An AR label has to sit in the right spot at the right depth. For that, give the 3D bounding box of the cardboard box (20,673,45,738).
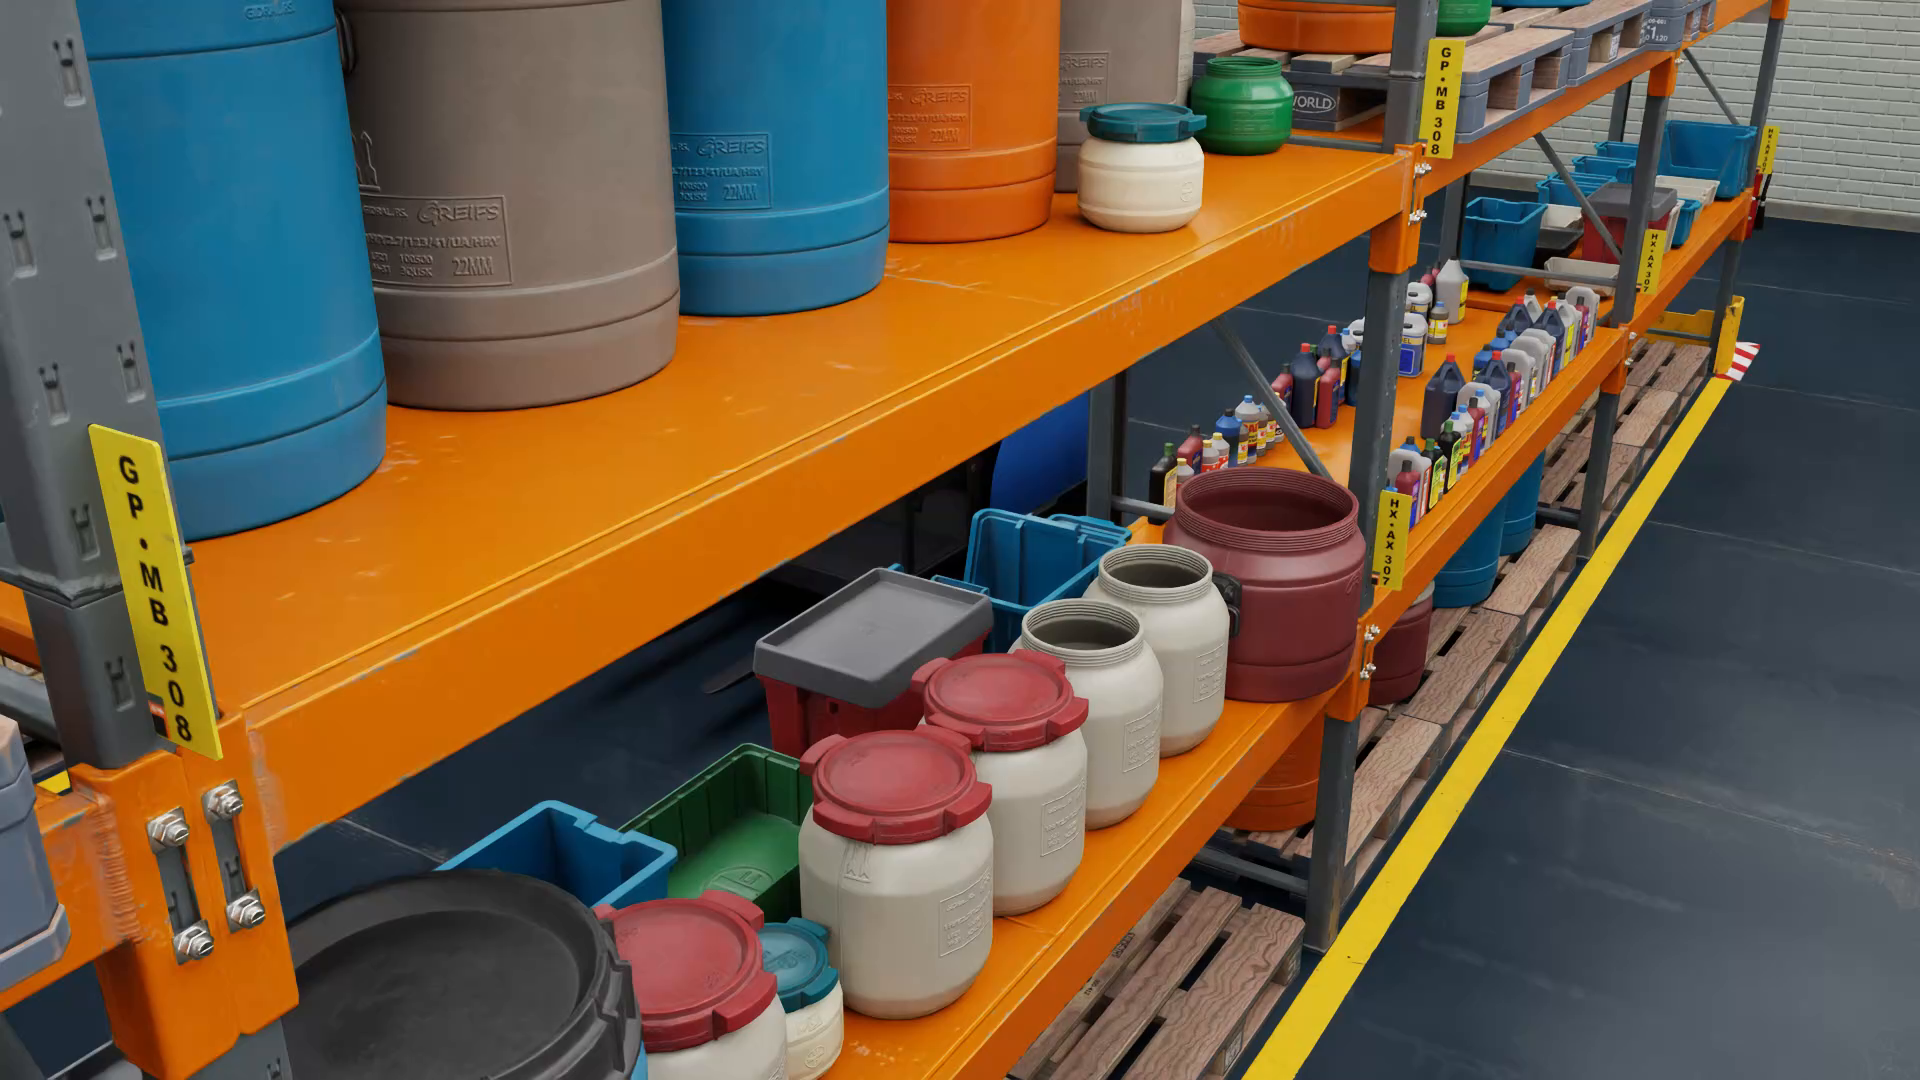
[{"bbox_3d":[-3.920,0.567,7.096,0.500,0.250,0.500,15,27,30],"label":"cardboard box"}]

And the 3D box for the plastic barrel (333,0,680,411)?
[{"bbox_3d":[-0.788,-0.729,2.752,0.600,0.901,0.600,0,23,0],"label":"plastic barrel"}]

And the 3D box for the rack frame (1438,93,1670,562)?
[{"bbox_3d":[3.004,-1.385,8.674,1.000,3.000,0.127,14,27,29],"label":"rack frame"}]

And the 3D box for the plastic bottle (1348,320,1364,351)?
[{"bbox_3d":[1.825,-0.861,7.619,0.152,0.276,0.135,14,27,29],"label":"plastic bottle"}]

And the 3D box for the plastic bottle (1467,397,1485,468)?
[{"bbox_3d":[2.045,-0.440,6.638,0.061,0.283,0.133,14,27,29],"label":"plastic bottle"}]

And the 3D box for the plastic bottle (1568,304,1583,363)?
[{"bbox_3d":[2.878,-1.004,7.950,0.152,0.276,0.135,14,27,29],"label":"plastic bottle"}]

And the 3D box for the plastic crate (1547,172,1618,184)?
[{"bbox_3d":[4.009,-2.227,10.754,0.416,0.233,0.300,14,27,29],"label":"plastic crate"}]

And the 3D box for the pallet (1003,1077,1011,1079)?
[{"bbox_3d":[-0.192,1.908,4.576,1.003,0.211,1.213,14,27,29],"label":"pallet"}]

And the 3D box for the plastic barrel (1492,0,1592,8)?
[{"bbox_3d":[2.233,-2.576,6.490,0.600,0.901,0.708,14,27,29],"label":"plastic barrel"}]

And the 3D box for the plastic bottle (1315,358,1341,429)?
[{"bbox_3d":[1.567,-0.625,7.065,0.061,0.283,0.133,14,27,29],"label":"plastic bottle"}]

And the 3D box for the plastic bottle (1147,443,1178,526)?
[{"bbox_3d":[0.744,-0.207,6.100,0.061,0.283,0.133,14,27,29],"label":"plastic bottle"}]

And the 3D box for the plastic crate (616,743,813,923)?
[{"bbox_3d":[-0.538,0.765,3.973,0.450,0.188,0.662,14,27,29],"label":"plastic crate"}]

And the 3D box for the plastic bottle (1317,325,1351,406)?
[{"bbox_3d":[1.635,-0.776,7.330,0.144,0.351,0.185,14,27,29],"label":"plastic bottle"}]

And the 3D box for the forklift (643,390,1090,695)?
[{"bbox_3d":[-0.510,-1.052,7.990,1.130,2.935,3.031,15,28,31],"label":"forklift"}]

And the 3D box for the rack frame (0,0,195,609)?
[{"bbox_3d":[-1.216,-1.438,1.245,1.000,3.000,0.127,14,27,29],"label":"rack frame"}]

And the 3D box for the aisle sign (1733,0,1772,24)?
[{"bbox_3d":[5.400,-3.891,11.190,0.394,0.787,0.004,14,27,29],"label":"aisle sign"}]

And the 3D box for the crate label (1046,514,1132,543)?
[{"bbox_3d":[0.353,0.106,5.441,0.303,0.233,0.416,14,27,29],"label":"crate label"}]

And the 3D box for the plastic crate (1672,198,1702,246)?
[{"bbox_3d":[4.248,-1.939,10.088,0.416,0.233,0.300,14,27,29],"label":"plastic crate"}]

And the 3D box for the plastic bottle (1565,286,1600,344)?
[{"bbox_3d":[3.070,-1.127,8.234,0.152,0.276,0.135,14,27,29],"label":"plastic bottle"}]

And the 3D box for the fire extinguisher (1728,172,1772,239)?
[{"bbox_3d":[5.579,-2.484,11.779,0.296,0.674,0.183,14,27,29],"label":"fire extinguisher"}]

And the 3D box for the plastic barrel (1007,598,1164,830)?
[{"bbox_3d":[0.310,0.448,4.299,0.421,0.512,0.421,0,23,0],"label":"plastic barrel"}]

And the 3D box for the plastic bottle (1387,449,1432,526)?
[{"bbox_3d":[1.640,-0.212,6.121,0.152,0.276,0.135,14,27,29],"label":"plastic bottle"}]

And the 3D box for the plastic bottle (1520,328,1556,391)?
[{"bbox_3d":[2.612,-0.834,7.556,0.152,0.276,0.135,14,27,29],"label":"plastic bottle"}]

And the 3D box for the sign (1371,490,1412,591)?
[{"bbox_3d":[1.365,0.003,5.262,0.100,0.325,0.005,14,27,29],"label":"sign"}]

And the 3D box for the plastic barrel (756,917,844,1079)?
[{"bbox_3d":[-0.388,0.964,3.422,0.301,0.262,0.301,0,23,0],"label":"plastic barrel"}]

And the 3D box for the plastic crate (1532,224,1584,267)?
[{"bbox_3d":[3.366,-1.720,9.719,0.437,0.125,0.590,14,27,29],"label":"plastic crate"}]

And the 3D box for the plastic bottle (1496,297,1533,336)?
[{"bbox_3d":[2.577,-0.951,7.734,0.144,0.351,0.185,14,27,29],"label":"plastic bottle"}]

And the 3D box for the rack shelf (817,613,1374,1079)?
[{"bbox_3d":[-0.161,0.970,4.139,1.077,0.370,4.000,14,27,29],"label":"rack shelf"}]

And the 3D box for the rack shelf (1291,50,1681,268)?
[{"bbox_3d":[1.949,-1.756,6.661,1.077,0.370,4.000,14,27,29],"label":"rack shelf"}]

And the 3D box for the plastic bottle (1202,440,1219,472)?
[{"bbox_3d":[0.943,-0.283,6.377,0.097,0.201,0.097,0,23,0],"label":"plastic bottle"}]

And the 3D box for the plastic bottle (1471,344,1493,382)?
[{"bbox_3d":[2.302,-0.728,7.317,0.097,0.271,0.097,0,23,0],"label":"plastic bottle"}]

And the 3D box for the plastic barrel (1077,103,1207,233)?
[{"bbox_3d":[0.421,-0.870,3.882,0.301,0.262,0.301,0,23,0],"label":"plastic barrel"}]

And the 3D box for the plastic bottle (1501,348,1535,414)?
[{"bbox_3d":[2.418,-0.710,7.271,0.152,0.276,0.135,14,27,29],"label":"plastic bottle"}]

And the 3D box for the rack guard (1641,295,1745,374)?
[{"bbox_3d":[5.115,-1.599,12.314,1.175,0.500,0.348,14,27,29],"label":"rack guard"}]

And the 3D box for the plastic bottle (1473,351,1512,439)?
[{"bbox_3d":[2.216,-0.612,6.949,0.144,0.351,0.185,14,27,29],"label":"plastic bottle"}]

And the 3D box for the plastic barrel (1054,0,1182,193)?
[{"bbox_3d":[0.276,-1.410,4.324,0.600,0.901,0.600,0,23,0],"label":"plastic barrel"}]

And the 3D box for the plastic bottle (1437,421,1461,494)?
[{"bbox_3d":[1.872,-0.329,6.382,0.061,0.283,0.133,14,27,29],"label":"plastic bottle"}]

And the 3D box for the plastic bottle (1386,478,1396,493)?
[{"bbox_3d":[1.481,-0.088,5.839,0.097,0.271,0.097,0,23,0],"label":"plastic bottle"}]

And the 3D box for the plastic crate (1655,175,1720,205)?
[{"bbox_3d":[4.837,-2.328,11.109,0.396,0.136,0.243,14,27,29],"label":"plastic crate"}]

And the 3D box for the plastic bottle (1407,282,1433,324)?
[{"bbox_3d":[2.243,-1.128,8.236,0.152,0.276,0.135,14,27,29],"label":"plastic bottle"}]

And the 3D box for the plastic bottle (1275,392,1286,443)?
[{"bbox_3d":[1.302,-0.513,6.909,0.097,0.201,0.097,0,23,0],"label":"plastic bottle"}]

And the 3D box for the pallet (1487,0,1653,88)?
[{"bbox_3d":[2.077,-2.006,6.571,1.003,0.211,1.213,14,27,29],"label":"pallet"}]

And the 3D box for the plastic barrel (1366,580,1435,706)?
[{"bbox_3d":[1.733,0.329,7.221,0.600,0.588,0.708,14,27,29],"label":"plastic barrel"}]

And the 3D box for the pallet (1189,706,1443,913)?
[{"bbox_3d":[1.274,0.970,6.744,1.003,0.211,1.213,14,27,29],"label":"pallet"}]

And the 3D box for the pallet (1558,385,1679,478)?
[{"bbox_3d":[4.001,-0.775,10.775,1.003,0.211,1.213,14,27,29],"label":"pallet"}]

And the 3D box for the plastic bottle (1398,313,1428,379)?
[{"bbox_3d":[2.076,-0.907,7.726,0.152,0.276,0.135,14,27,29],"label":"plastic bottle"}]

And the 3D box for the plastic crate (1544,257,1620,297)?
[{"bbox_3d":[3.370,-1.419,9.008,0.396,0.136,0.243,14,27,29],"label":"plastic crate"}]

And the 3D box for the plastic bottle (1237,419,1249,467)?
[{"bbox_3d":[1.097,-0.381,6.605,0.097,0.201,0.097,0,23,0],"label":"plastic bottle"}]

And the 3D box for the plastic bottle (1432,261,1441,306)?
[{"bbox_3d":[2.448,-1.297,8.617,0.061,0.283,0.133,14,27,29],"label":"plastic bottle"}]
